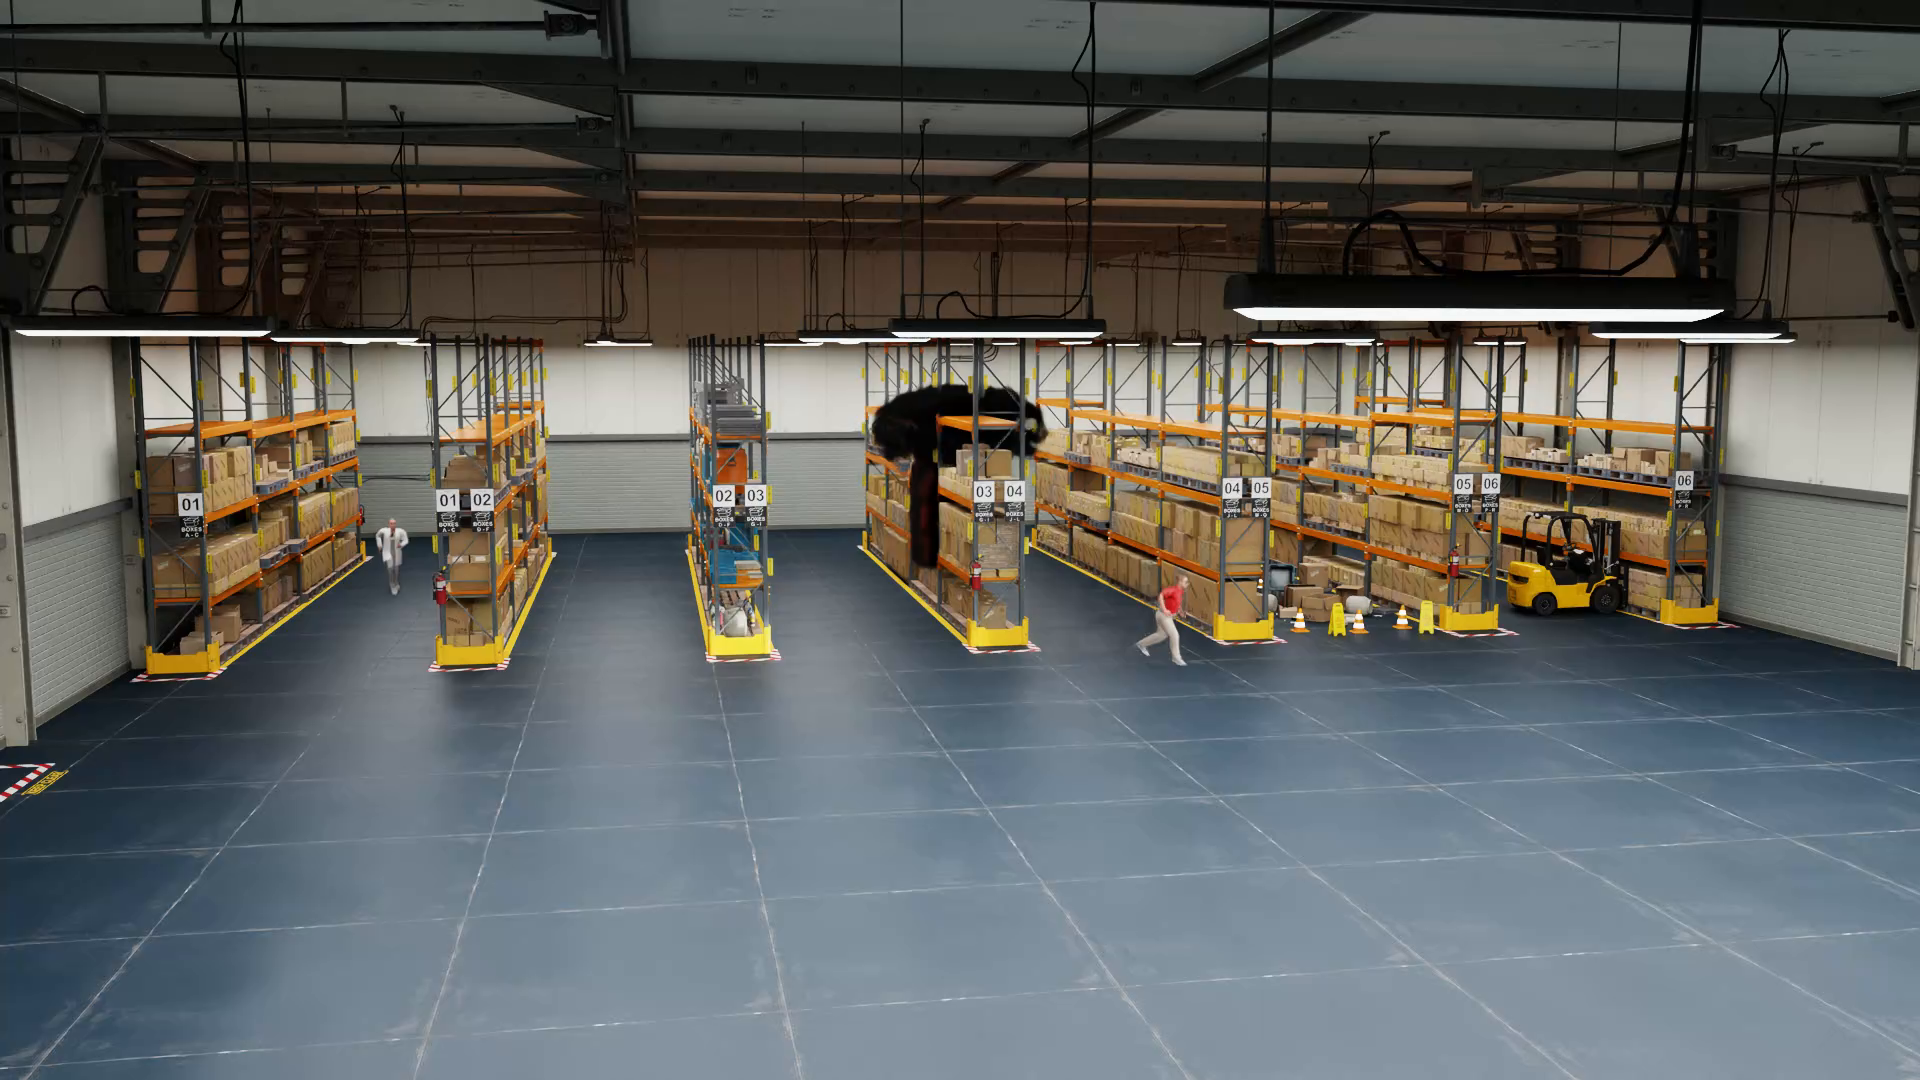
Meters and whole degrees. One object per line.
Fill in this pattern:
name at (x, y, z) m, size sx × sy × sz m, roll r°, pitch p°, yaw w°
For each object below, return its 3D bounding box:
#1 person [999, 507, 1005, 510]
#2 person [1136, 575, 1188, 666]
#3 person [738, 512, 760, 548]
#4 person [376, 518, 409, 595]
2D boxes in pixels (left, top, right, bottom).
person at (1.162, -0.588, 47.342) m, size 0.669 × 1.789 × 0.991 m, roll -1°, pitch 7°, yaw -6°
person at (3.685, 1.459, 30.341) m, size 0.997 × 1.692 × 0.695 m, roll 4°, pitch 7°, yaw 29°
person at (-6.196, -0.565, 47.899) m, size 0.800 × 1.621 × 0.674 m, roll 1°, pitch 7°, yaw 13°
person at (-13.383, 0.457, 39.256) m, size 0.715 × 1.608 × 0.973 m, roll -3°, pitch 7°, yaw -23°
